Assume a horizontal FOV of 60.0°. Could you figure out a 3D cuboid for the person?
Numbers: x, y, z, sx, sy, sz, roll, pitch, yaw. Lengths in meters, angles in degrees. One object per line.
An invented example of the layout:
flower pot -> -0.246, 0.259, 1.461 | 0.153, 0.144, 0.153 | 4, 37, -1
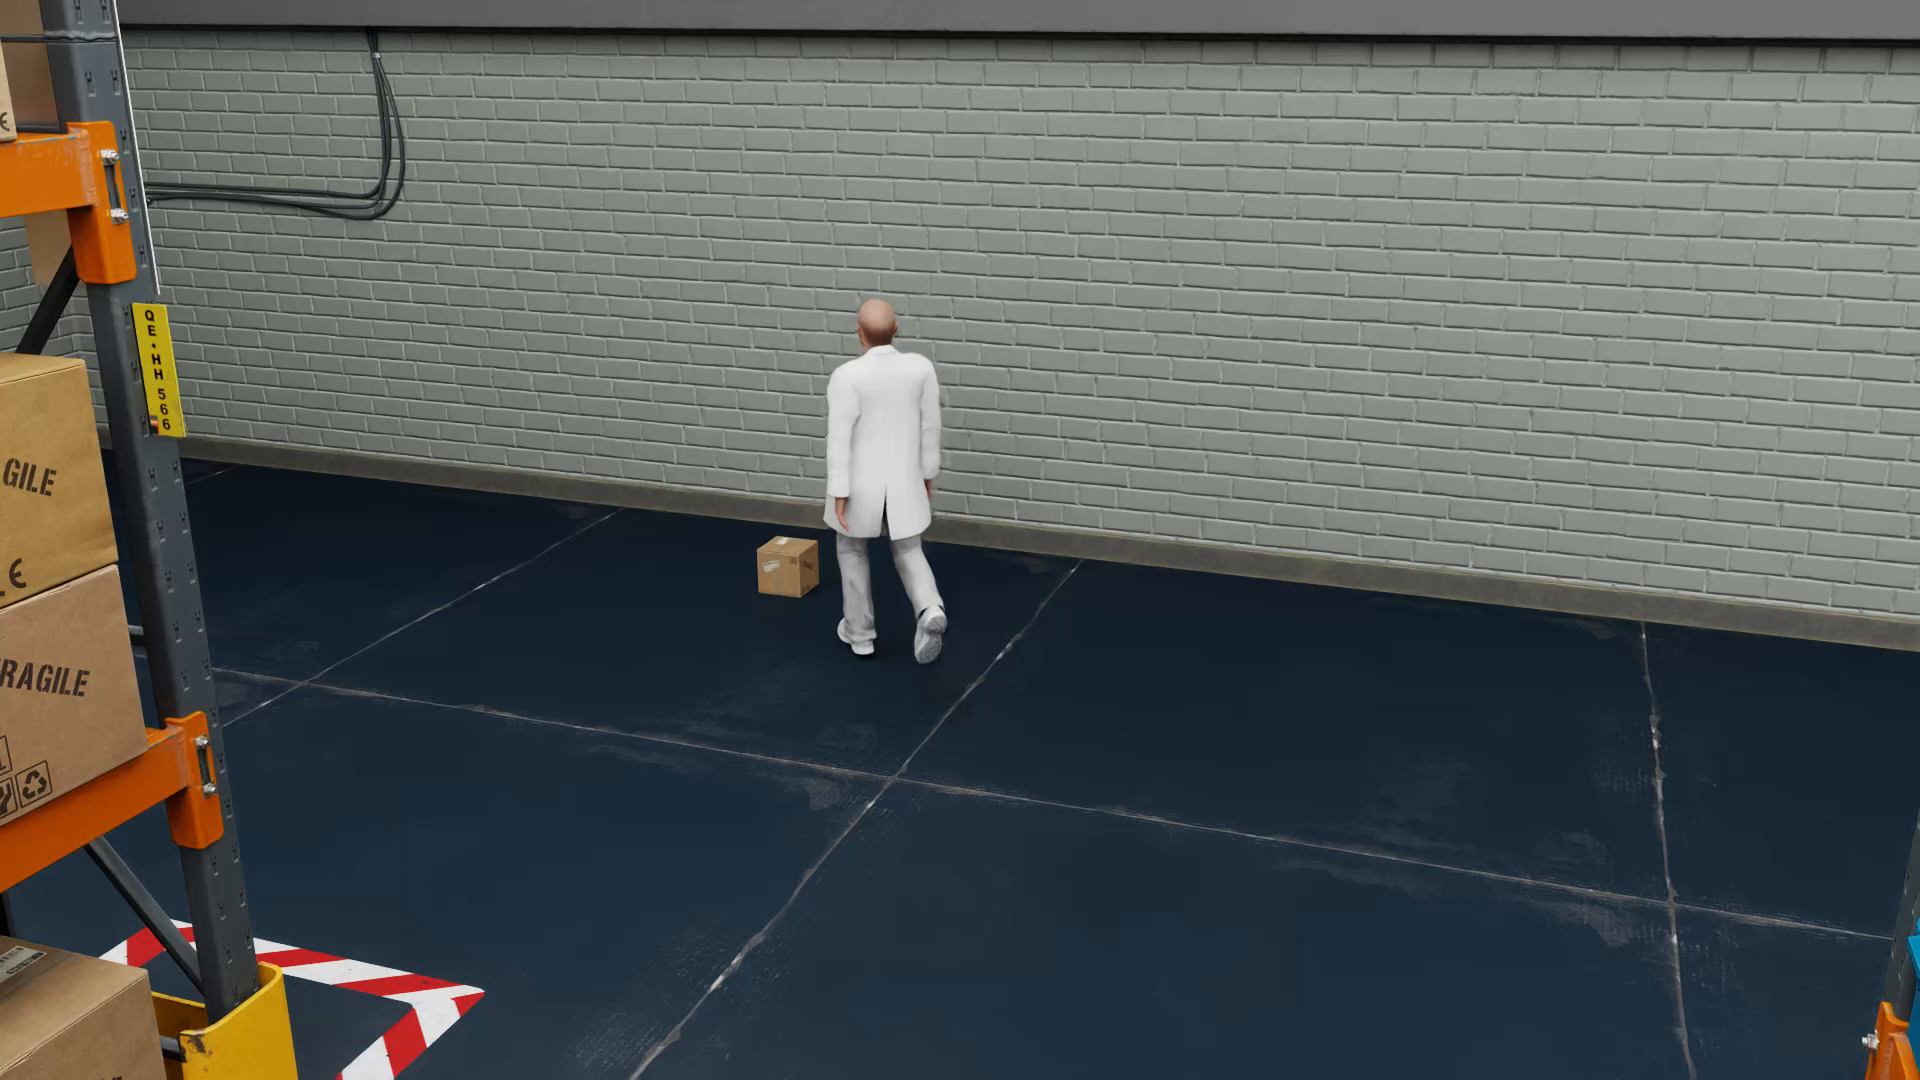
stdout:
person -> -0.347, -0.256, 7.826 | 0.590, 1.754, 0.873 | -7, 20, -20
